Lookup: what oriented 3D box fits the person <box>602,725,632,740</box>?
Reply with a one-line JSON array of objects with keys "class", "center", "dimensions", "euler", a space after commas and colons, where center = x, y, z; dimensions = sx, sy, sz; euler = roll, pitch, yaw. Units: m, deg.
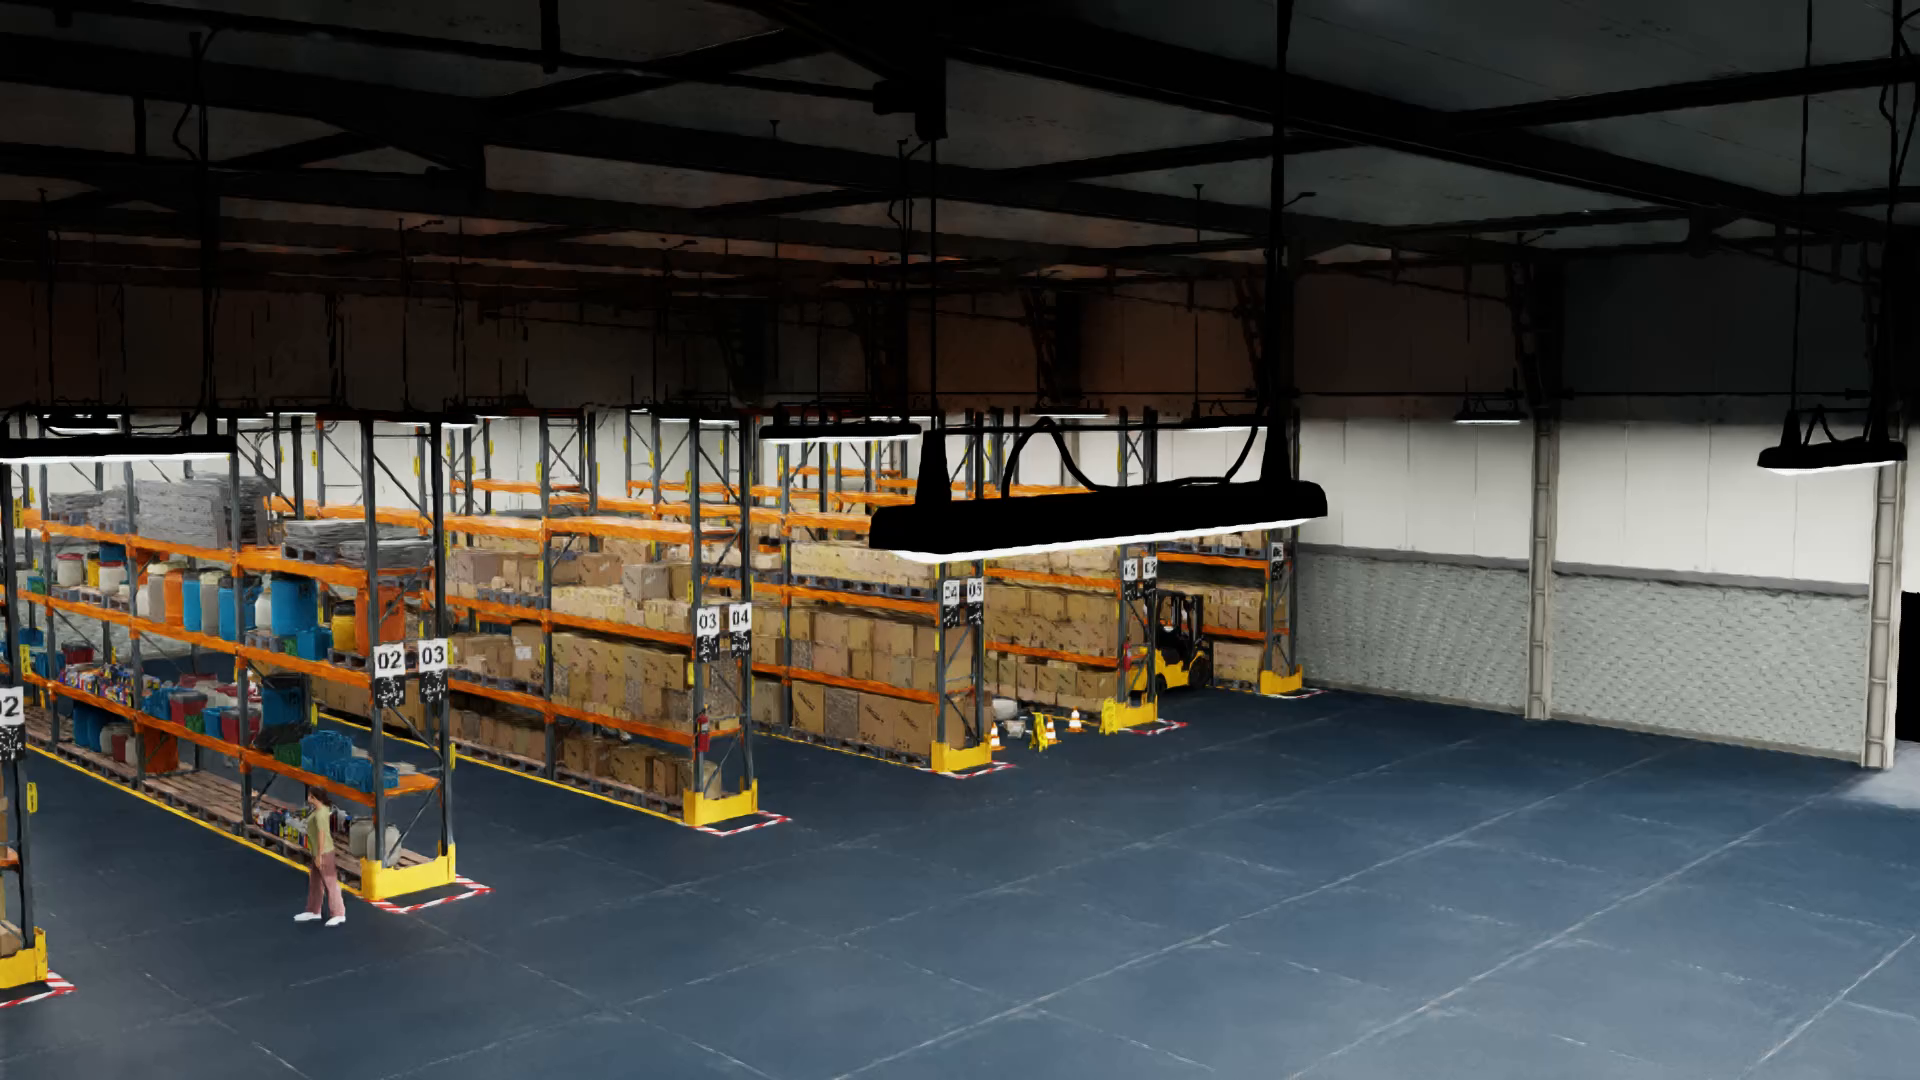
[{"class": "person", "center": [-6.247, 2.762, 30.478], "dimensions": [1.175, 1.697, 0.589], "euler": [5, 7, 42]}]

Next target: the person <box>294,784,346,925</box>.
[{"class": "person", "center": [-7.652, 3.729, 19.814], "dimensions": [0.575, 1.662, 0.572], "euler": [-2, 6, -26]}]

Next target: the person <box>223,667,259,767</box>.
[{"class": "person", "center": [-12.180, 2.981, 28.135], "dimensions": [0.685, 1.732, 0.709], "euler": [4, 6, 35]}]

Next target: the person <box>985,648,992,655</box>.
[{"class": "person", "center": [0.600, 2.233, 36.760], "dimensions": [0.459, 1.677, 0.525], "euler": [-1, 5, -15]}]
